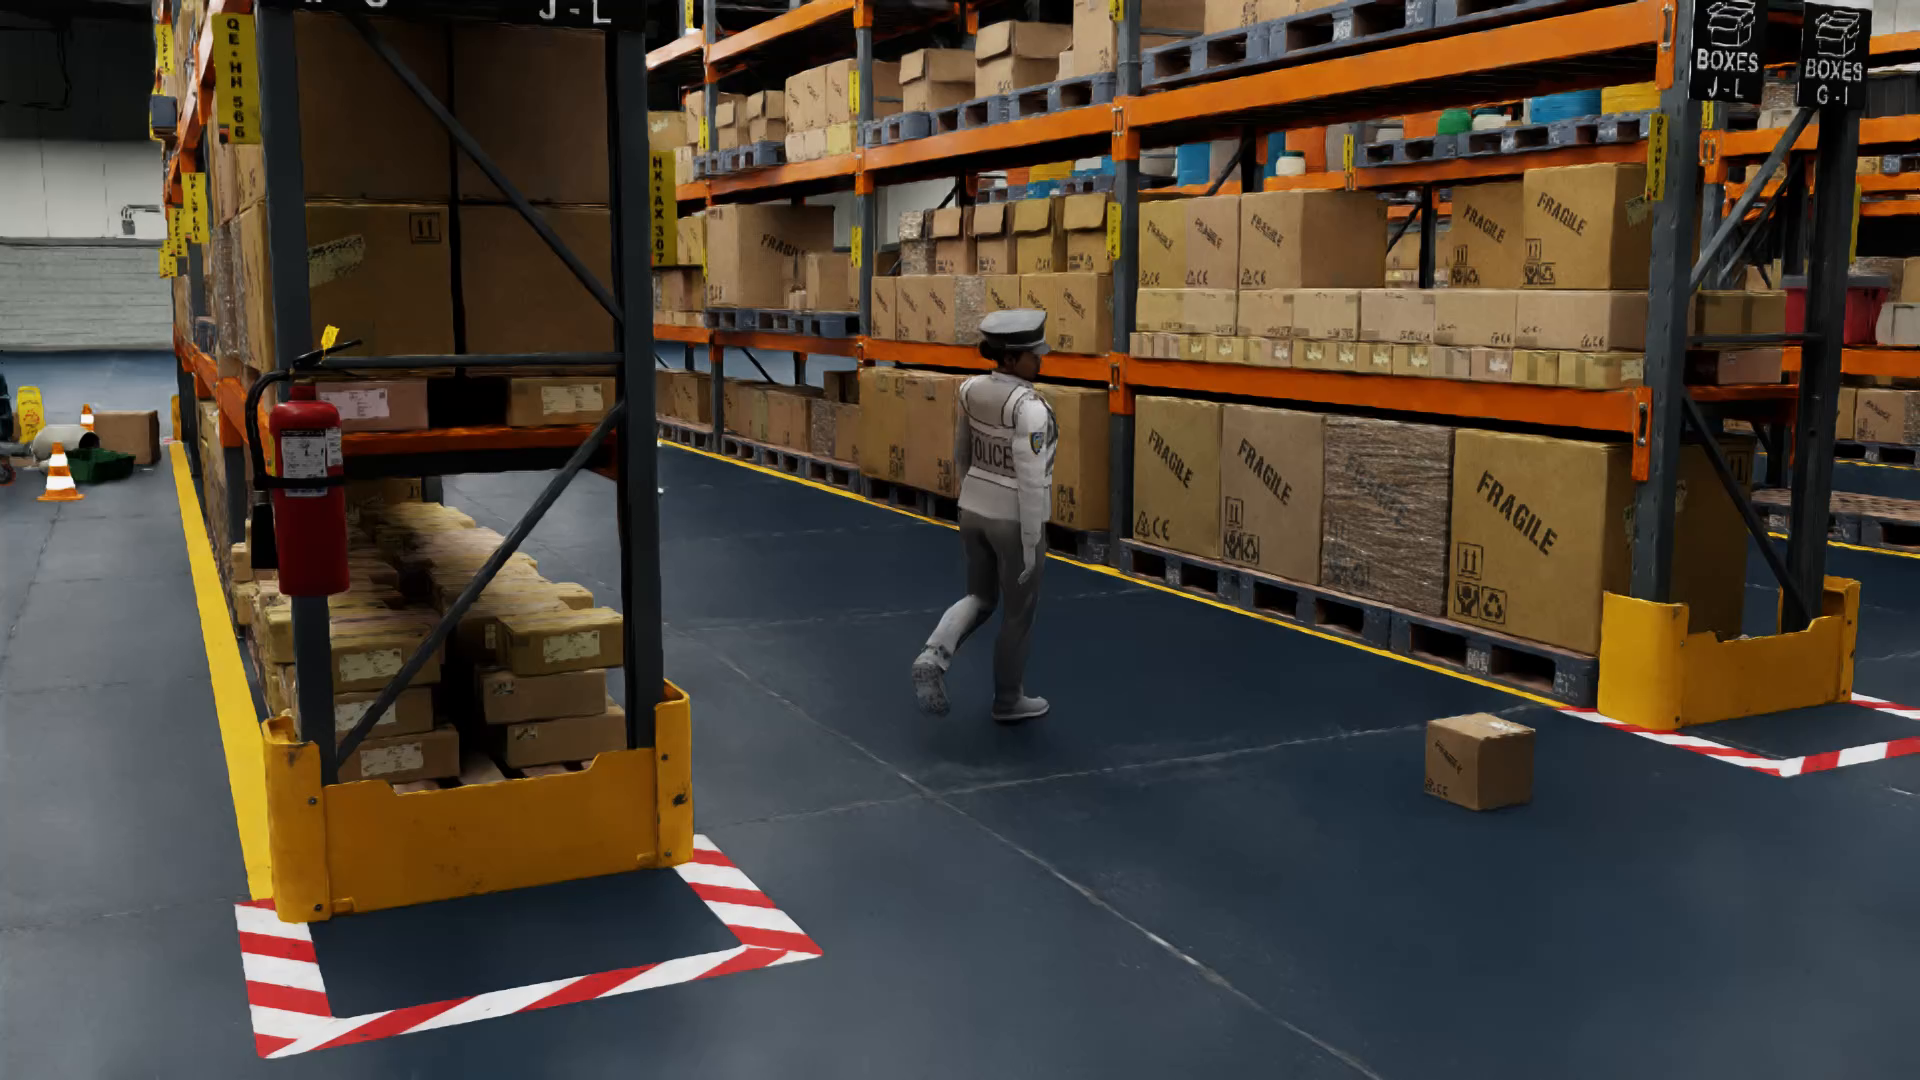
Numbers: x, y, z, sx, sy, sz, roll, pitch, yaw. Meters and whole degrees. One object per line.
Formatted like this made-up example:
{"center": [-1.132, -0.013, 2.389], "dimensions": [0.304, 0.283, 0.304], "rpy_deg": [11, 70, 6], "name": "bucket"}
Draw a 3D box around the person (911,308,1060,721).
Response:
{"center": [0.164, -0.061, 6.325], "dimensions": [0.732, 1.630, 0.527], "rpy_deg": [-8, 12, -41], "name": "person"}
